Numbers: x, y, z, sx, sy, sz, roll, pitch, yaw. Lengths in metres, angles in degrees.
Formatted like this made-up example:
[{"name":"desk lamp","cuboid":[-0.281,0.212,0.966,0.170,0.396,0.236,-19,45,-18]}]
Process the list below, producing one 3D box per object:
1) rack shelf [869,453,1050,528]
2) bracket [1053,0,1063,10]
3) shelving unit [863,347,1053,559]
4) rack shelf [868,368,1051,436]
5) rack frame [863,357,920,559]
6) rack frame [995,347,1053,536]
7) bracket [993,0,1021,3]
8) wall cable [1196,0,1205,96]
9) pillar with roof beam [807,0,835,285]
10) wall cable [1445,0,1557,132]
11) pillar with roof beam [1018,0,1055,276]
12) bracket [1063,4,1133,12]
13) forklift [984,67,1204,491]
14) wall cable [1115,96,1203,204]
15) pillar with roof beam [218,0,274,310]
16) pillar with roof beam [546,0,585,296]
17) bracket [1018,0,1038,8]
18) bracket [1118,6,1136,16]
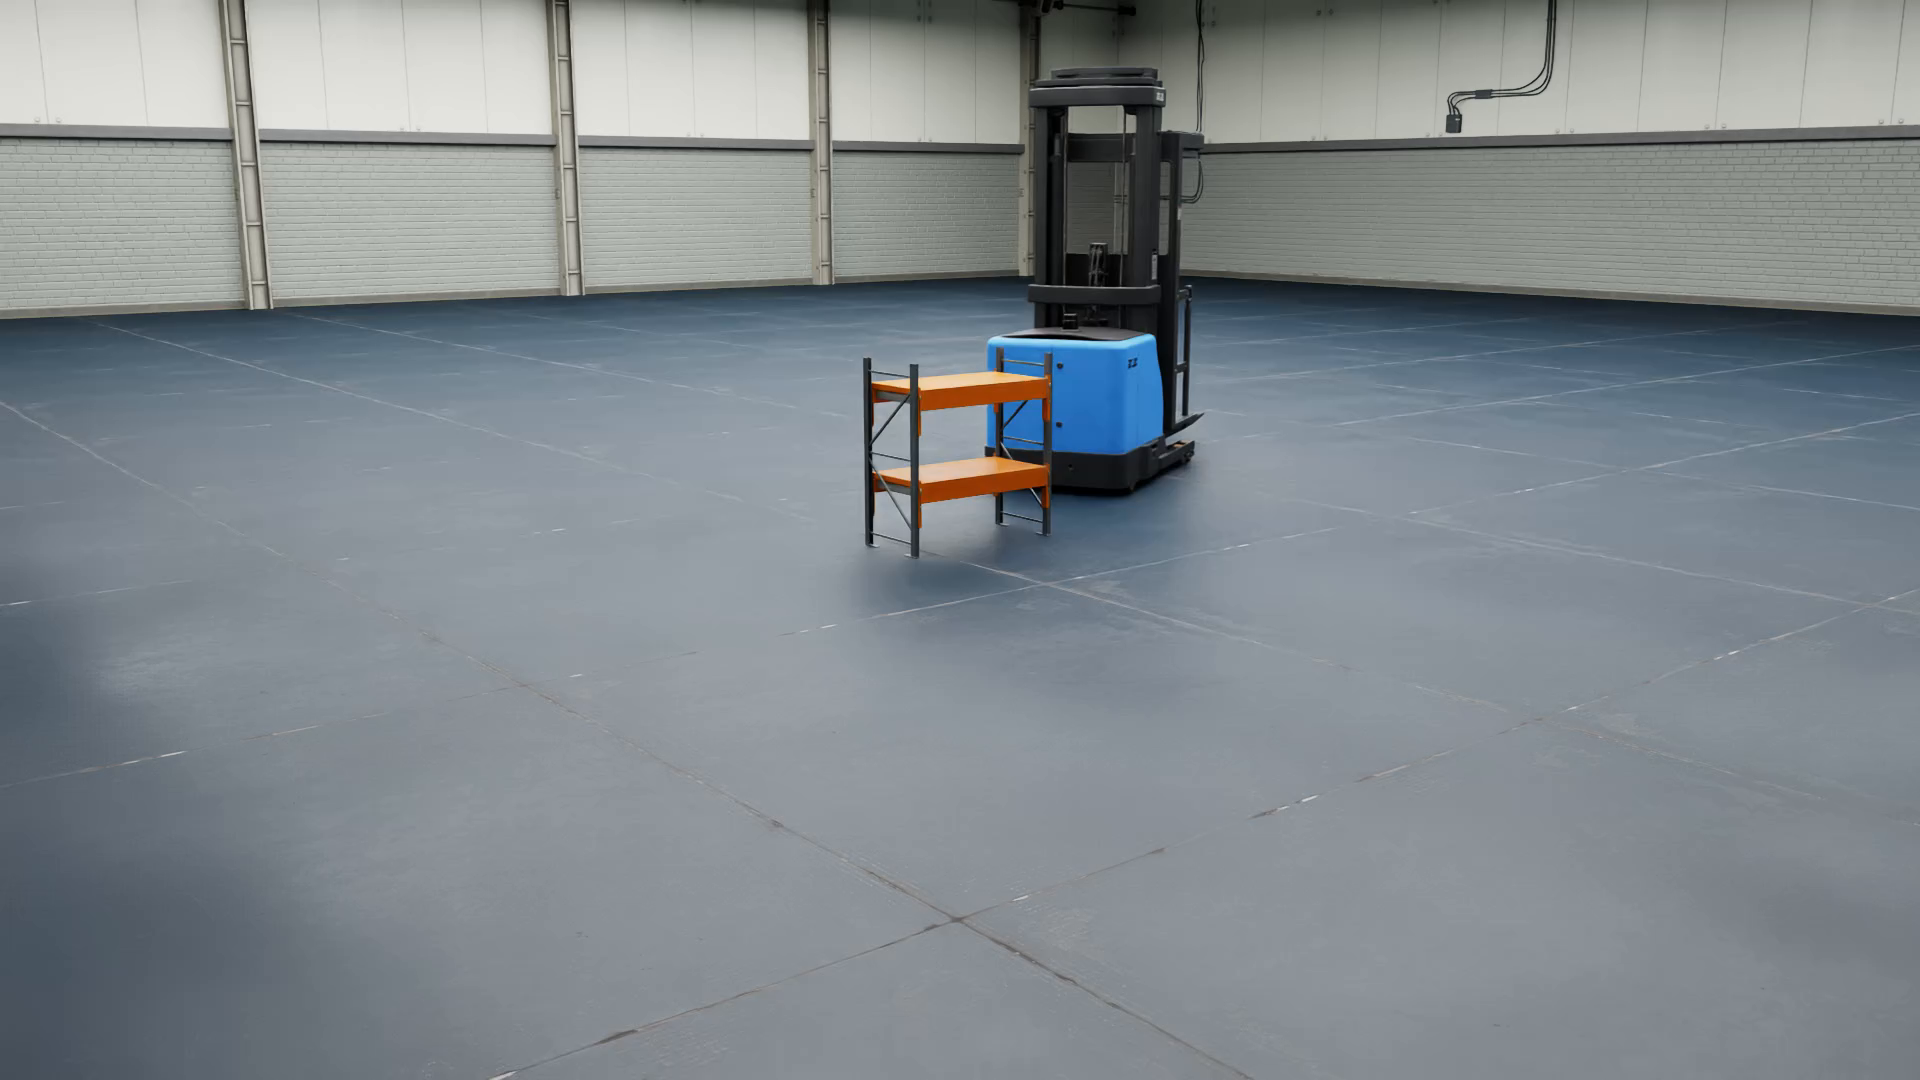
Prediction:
[{"name":"rack shelf","cuboid":[-0.005,-0.310,10.059,1.000,0.278,0.538,-9,15,-38]},{"name":"bracket","cuboid":[2.212,-12.588,39.079,0.430,0.232,0.235,-9,15,-38]},{"name":"shelving unit","cuboid":[-0.005,-0.549,10.008,1.048,1.125,0.538,-9,15,-38]},{"name":"rack shelf","cuboid":[-0.005,-0.836,9.947,1.000,0.278,0.538,-9,15,-38]},{"name":"rack frame","cuboid":[-0.402,-0.483,9.697,0.032,1.125,0.500,-9,15,-38]},{"name":"rack frame","cuboid":[0.392,-0.615,10.318,0.032,1.125,0.500,-9,15,-38]},{"name":"bracket","cuboid":[-0.448,-12.146,36.997,4.783,0.066,0.076,-9,15,-38]},{"name":"wall cable","cuboid":[6.483,-11.511,37.992,0.112,2.526,3.097,-9,15,-38]},{"name":"pillar with roof beam","cuboid":[-0.329,-9.354,32.515,0.548,9.000,9.100,-9,15,-38]},{"name":"wall cable","cuboid":[10.711,-11.120,32.646,0.169,6.003,2.305,-9,15,-38]},{"name":"pillar with roof beam","cuboid":[4.356,-10.132,36.182,0.548,9.000,9.100,-9,15,-38]},{"name":"bracket","cuboid":[3.602,-12.819,40.166,3.189,0.066,0.076,-9,15,-38]},{"name":"forklift","cuboid":[1.197,-2.038,12.672,1.130,2.935,3.031,5,13,22]},{"name":"wall cable","cuboid":[4.793,-9.480,40.583,0.112,2.526,3.097,-9,15,-38]},{"name":"pillar with roof beam","cuboid":[-9.700,-7.797,25.182,0.400,9.000,9.100,-9,15,-38]},{"name":"pillar with roof beam","cuboid":[-5.015,-8.575,28.849,0.400,9.000,9.100,-9,15,-38]},{"name":"bracket","cuboid":[1.564,-12.480,38.571,0.430,0.232,0.235,-9,15,-38]},{"name":"bracket","cuboid":[4.063,-12.895,40.527,0.430,0.232,0.235,-9,15,-38]}]
